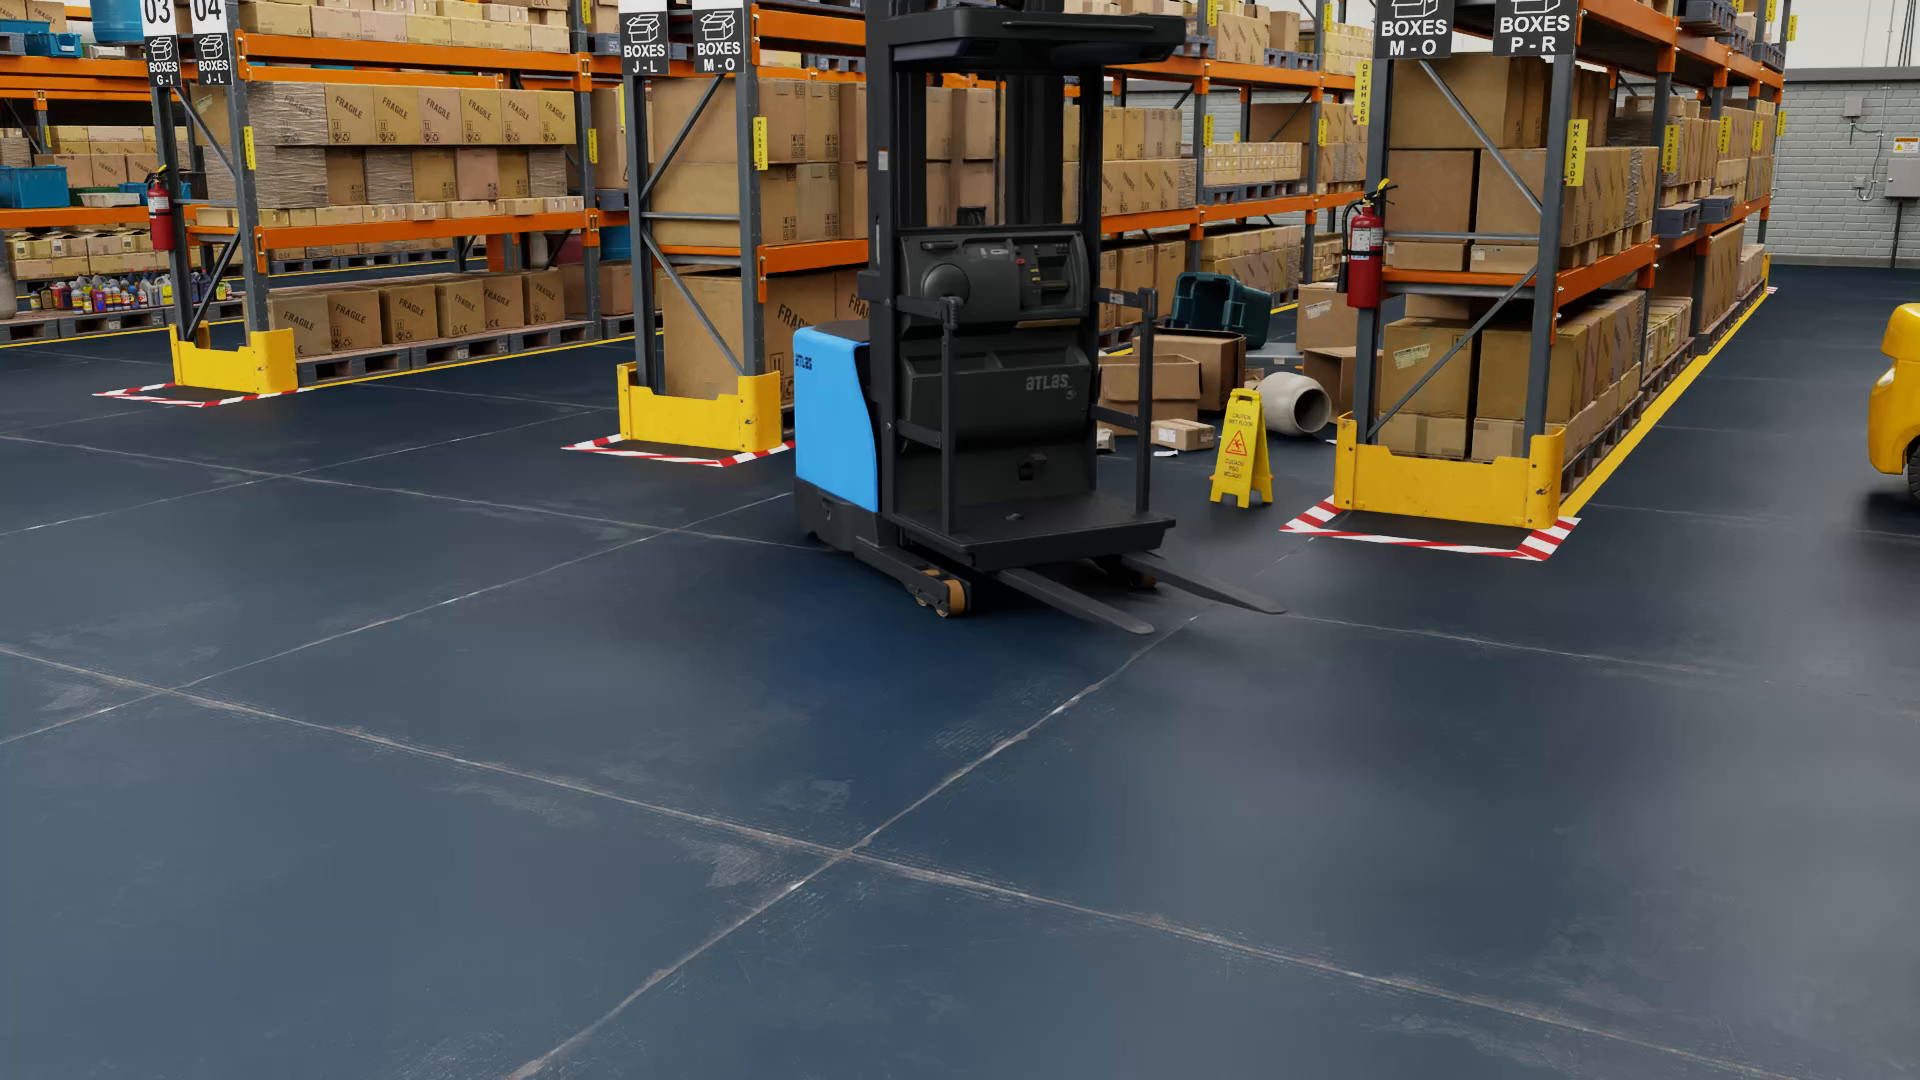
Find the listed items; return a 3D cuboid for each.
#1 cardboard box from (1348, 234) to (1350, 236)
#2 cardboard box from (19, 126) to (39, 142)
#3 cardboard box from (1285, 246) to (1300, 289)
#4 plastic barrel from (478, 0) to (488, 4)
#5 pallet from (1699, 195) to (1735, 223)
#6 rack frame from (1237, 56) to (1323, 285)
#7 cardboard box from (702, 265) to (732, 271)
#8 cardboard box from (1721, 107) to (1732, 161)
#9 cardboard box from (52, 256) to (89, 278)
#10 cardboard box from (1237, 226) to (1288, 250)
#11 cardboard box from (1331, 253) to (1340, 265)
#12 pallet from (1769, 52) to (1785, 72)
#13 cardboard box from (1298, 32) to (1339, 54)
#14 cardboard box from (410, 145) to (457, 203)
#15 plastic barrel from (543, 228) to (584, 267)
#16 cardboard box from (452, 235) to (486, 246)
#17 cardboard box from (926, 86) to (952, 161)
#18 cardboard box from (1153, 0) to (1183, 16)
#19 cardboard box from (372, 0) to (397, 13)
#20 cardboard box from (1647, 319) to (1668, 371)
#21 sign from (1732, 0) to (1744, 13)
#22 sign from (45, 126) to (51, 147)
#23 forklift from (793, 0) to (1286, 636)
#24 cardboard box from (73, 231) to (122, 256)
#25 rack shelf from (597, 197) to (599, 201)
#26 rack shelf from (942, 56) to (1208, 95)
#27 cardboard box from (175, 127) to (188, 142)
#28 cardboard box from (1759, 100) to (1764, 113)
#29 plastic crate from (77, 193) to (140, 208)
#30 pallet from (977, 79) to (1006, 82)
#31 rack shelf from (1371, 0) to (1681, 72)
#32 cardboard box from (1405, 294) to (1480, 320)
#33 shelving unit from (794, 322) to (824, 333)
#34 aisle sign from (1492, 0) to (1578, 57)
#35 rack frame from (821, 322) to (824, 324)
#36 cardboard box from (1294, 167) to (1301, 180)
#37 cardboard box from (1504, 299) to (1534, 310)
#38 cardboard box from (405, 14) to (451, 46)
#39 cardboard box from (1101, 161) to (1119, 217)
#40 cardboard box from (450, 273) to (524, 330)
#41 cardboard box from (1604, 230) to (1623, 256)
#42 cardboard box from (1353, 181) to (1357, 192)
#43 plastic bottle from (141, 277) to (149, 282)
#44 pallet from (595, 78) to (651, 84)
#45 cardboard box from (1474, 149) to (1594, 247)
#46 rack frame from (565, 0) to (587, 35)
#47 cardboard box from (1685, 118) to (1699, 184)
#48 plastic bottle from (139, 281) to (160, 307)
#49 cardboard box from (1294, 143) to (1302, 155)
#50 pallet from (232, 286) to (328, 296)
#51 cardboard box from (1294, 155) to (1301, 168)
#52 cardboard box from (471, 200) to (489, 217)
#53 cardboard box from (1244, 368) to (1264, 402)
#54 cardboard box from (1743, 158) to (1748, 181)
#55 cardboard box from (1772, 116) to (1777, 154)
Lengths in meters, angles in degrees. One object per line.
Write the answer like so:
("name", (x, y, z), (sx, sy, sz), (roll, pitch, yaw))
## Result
("cardboard box", (5.773, -4.341, 24.058), (0.380, 0.149, 0.250), (8, 16, 29))
("cardboard box", (-15.198, -6.731, 27.563), (0.500, 0.250, 0.500), (8, 16, 30))
("cardboard box", (3.908, -3.404, 20.691), (0.500, 0.500, 0.500), (7, 15, 27))
("plastic barrel", (-6.241, -6.906, 22.566), (0.600, 0.830, 0.708), (7, 15, 28))
("pallet", (6.242, -2.983, 14.917), (1.213, 0.211, 1.003), (7, 15, 28))
("rack frame", (4.045, -4.595, 21.195), (1.000, 3.000, 0.127), (7, 15, 28))
("cardboard box", (-3.013, -2.984, 18.906), (0.700, 0.500, 0.500), (9, 16, 33))
("cardboard box", (7.177, -3.946, 16.153), (0.500, 0.500, 0.500), (7, 15, 28))
("cardboard box", (-12.125, -3.687, 22.397), (0.500, 0.250, 0.500), (8, 16, 29))
("cardboard box", (3.646, -3.664, 20.167), (0.500, 0.250, 0.500), (8, 16, 31))
("cardboard box", (4.917, -3.821, 22.536), (0.380, 0.149, 0.250), (8, 16, 31))
("pallet", (10.011, -6.138, 21.381), (1.003, 0.211, 1.213), (7, 15, 28))
("cardboard box", (4.488, -6.295, 21.099), (0.500, 0.250, 0.500), (8, 16, 30))
("cardboard box", (-5.091, -3.334, 15.116), (0.875, 0.500, 0.500), (7, 15, 28))
("plastic barrel", (-5.750, -4.285, 24.155), (0.600, 0.588, 0.708), (7, 15, 28))
("cardboard box", (-8.526, -5.270, 28.790), (0.500, 0.311, 0.500), (7, 15, 28))
("cardboard box", (-0.576, -3.259, 13.027), (0.875, 0.550, 0.550), (7, 15, 28))
("cardboard box", (1.869, -5.194, 16.359), (0.500, 0.311, 0.500), (7, 15, 28))
("cardboard box", (-5.055, -4.589, 14.236), (0.380, 0.149, 0.250), (7, 15, 26))
("cardboard box", (5.156, -1.597, 13.466), (0.950, 0.372, 0.625), (9, 16, 32))
("sign", (6.967, -4.882, 14.882), (0.100, 0.325, 0.005), (7, 15, 28))
("sign", (-14.710, -6.506, 26.818), (0.100, 0.325, 0.005), (7, 15, 28))
("forklift", (0.267, -1.211, 7.301), (1.130, 2.935, 3.031), (-7, 15, -27))
("cardboard box", (-11.872, -4.065, 22.769), (0.500, 0.311, 0.500), (7, 15, 26))
("rack shelf", (-5.551, -4.979, 24.322), (1.077, 0.370, 4.000), (7, 15, 28))
("rack shelf", (1.144, -4.473, 15.822), (1.077, 0.370, 4.000), (7, 15, 28))
("cardboard box", (-13.760, -7.096, 29.076), (0.500, 0.250, 0.500), (8, 16, 29))
("cardboard box", (9.331, -5.148, 19.755), (0.380, 0.149, 0.250), (7, 15, 26))
("plastic crate", (-9.014, -3.608, 17.662), (0.530, 0.136, 0.437), (7, 15, 28))
("pallet", (0.747, -7.009, 24.996), (1.003, 0.211, 1.213), (7, 15, 28))
("rack shelf", (3.593, -3.112, 10.177), (1.077, 0.370, 4.000), (7, 15, 28))
("cardboard box", (2.904, -1.418, 10.000), (0.380, 0.149, 0.250), (8, 16, 30))
("shelving unit", (-0.718, -0.621, 8.870), (0.215, 1.050, 0.252), (8, 16, 30))
("aisle sign", (2.867, -2.809, 8.240), (0.394, 0.787, 0.004), (7, 15, 28))
("rack frame", (-0.655, -0.646, 8.971), (0.200, 1.050, 0.008), (8, 16, 30))
("cardboard box", (4.026, -4.574, 20.744), (0.380, 0.149, 0.250), (7, 15, 27))
("cardboard box", (3.537, -1.338, 11.055), (0.500, 0.500, 0.500), (8, 16, 31))
("cardboard box", (-4.856, -4.486, 14.661), (0.500, 0.250, 0.500), (8, 16, 30))
("cardboard box", (1.155, -3.286, 15.551), (0.500, 0.500, 0.500), (7, 15, 28))
("cardboard box", (-4.614, -2.330, 16.235), (0.500, 0.500, 0.500), (-12, 18, -41))
("cardboard box", (3.940, -1.877, 10.454), (0.380, 0.149, 0.250), (8, 15, 29))
("cardboard box", (5.255, -4.884, 22.930), (0.380, 0.149, 0.250), (8, 16, 29))
("plastic bottle", (-9.169, -2.824, 18.728), (0.097, 0.271, 0.097), (0, 14, 0))
("pallet", (-4.877, -6.934, 24.897), (1.213, 0.211, 1.003), (7, 15, 28))
("cardboard box", (3.098, -1.852, 8.969), (0.500, 0.500, 0.500), (7, 15, 27))
("rack frame", (-4.115, -6.453, 16.101), (1.000, 3.000, 0.127), (7, 15, 28))
("cardboard box", (5.530, -3.078, 13.156), (0.500, 0.500, 0.500), (7, 15, 28))
("plastic bottle", (-8.841, -2.684, 18.141), (0.152, 0.276, 0.135), (8, 16, 29))
("cardboard box", (4.022, -4.862, 20.672), (0.380, 0.149, 0.250), (8, 16, 31))
("pallet", (-8.106, -2.908, 20.145), (1.003, 0.211, 1.213), (7, 15, 28))
("cardboard box", (4.025, -4.718, 20.709), (0.380, 0.149, 0.250), (8, 16, 30))
("cardboard box", (-4.610, -3.086, 15.472), (0.380, 0.149, 0.250), (7, 15, 28))
("cardboard box", (2.287, -1.161, 12.783), (0.258, 0.266, 0.396), (-3, 14, -11))
("cardboard box", (8.427, -4.107, 18.424), (0.500, 0.250, 0.500), (7, 15, 28))
("cardboard box", (10.336, -5.285, 21.708), (0.500, 0.500, 0.500), (8, 16, 30))
